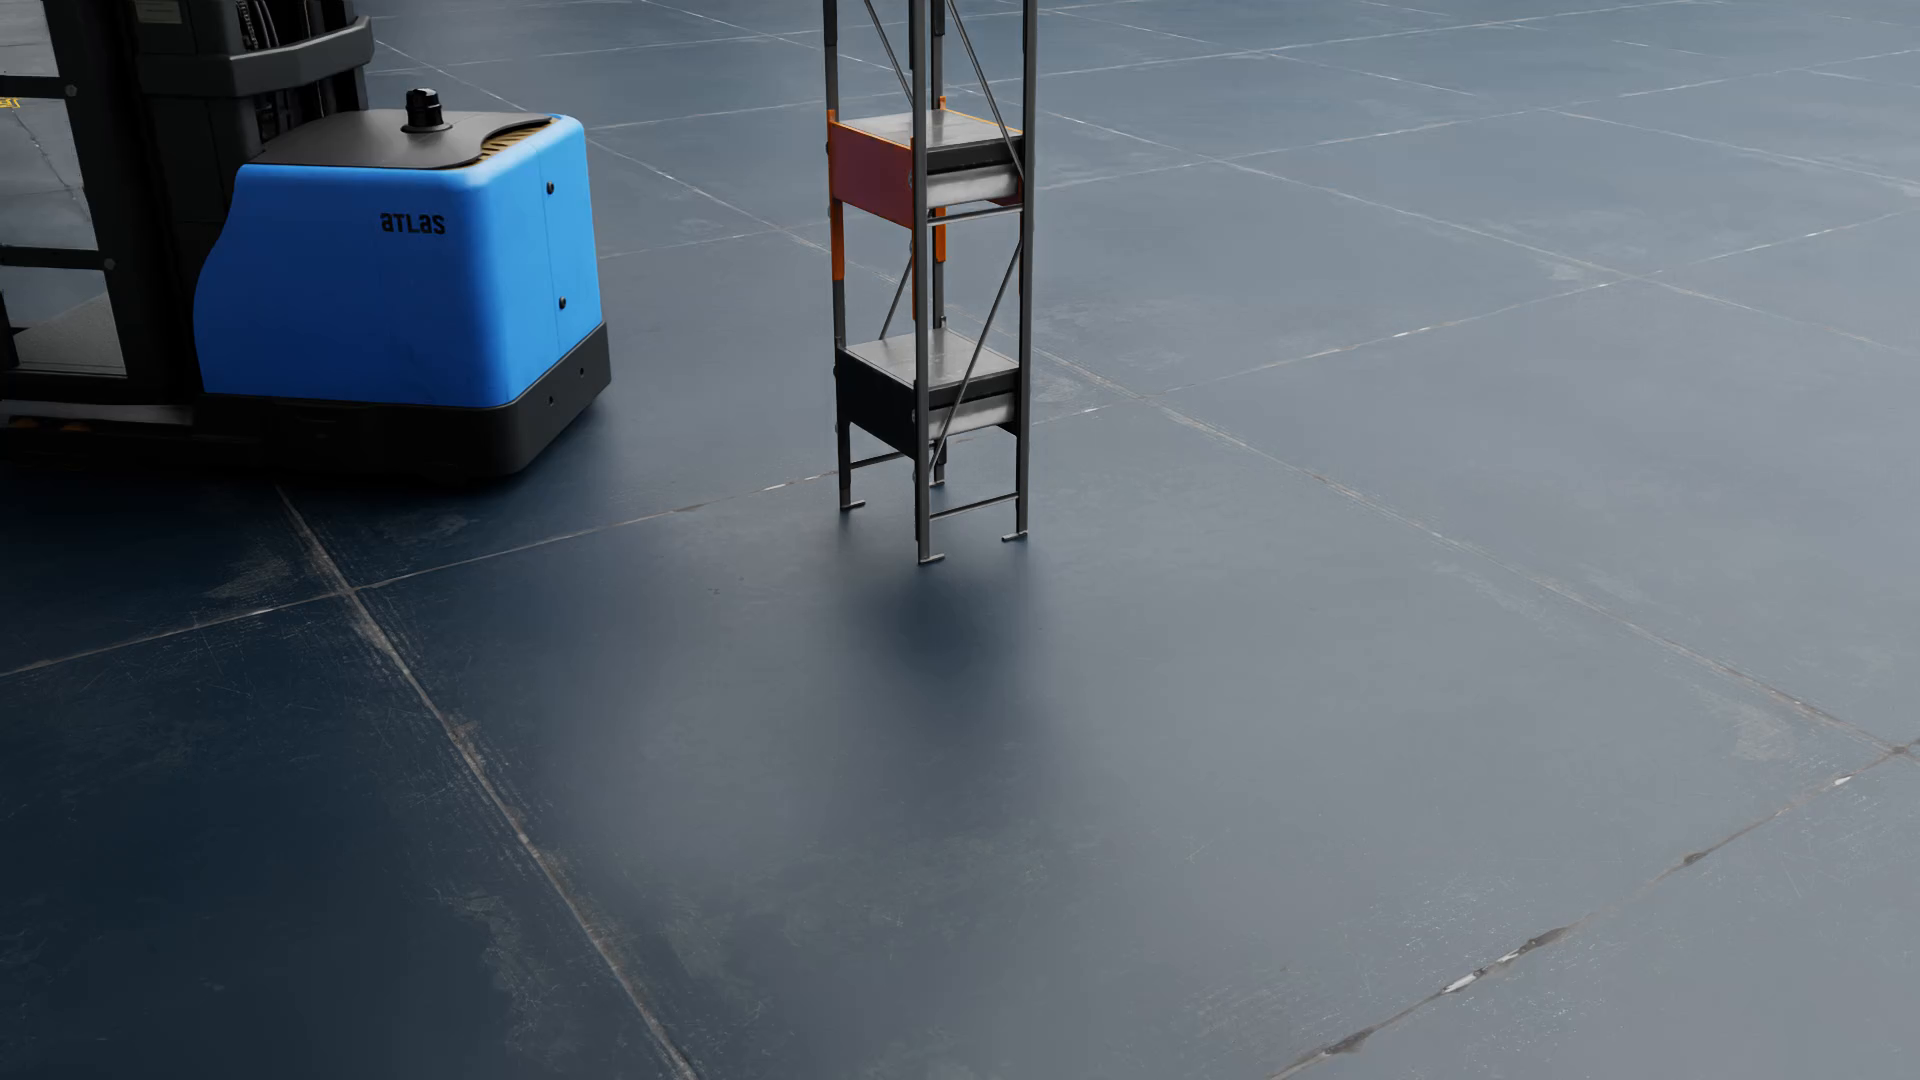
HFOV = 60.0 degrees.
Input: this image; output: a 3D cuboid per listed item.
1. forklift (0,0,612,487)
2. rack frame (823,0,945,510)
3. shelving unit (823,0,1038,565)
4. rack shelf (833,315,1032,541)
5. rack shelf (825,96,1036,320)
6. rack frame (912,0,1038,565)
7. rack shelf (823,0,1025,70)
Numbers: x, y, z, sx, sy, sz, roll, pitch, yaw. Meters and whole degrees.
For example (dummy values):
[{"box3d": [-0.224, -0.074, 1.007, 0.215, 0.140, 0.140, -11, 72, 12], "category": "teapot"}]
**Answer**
[{"box3d": [-2.896, -1.781, 5.590, 3.031, 2.935, 1.130, 4, 26, 8], "category": "forklift"}, {"box3d": [-0.224, -1.096, 5.112, 0.400, 2.100, 0.015, -16, 29, -30], "category": "rack frame"}, {"box3d": [-0.090, -1.009, 4.927, 0.431, 2.100, 0.503, -16, 29, -30], "category": "shelving unit"}, {"box3d": [-0.090, -0.363, 5.232, 0.431, 0.518, 0.480, -16, 29, -30], "category": "rack shelf"}, {"box3d": [-0.090, -0.996, 4.933, 0.431, 0.518, 0.480, -16, 29, -30], "category": "rack shelf"}, {"box3d": [0.043, -0.921, 4.742, 0.400, 2.100, 0.015, -16, 29, -30], "category": "rack frame"}, {"box3d": [-0.090, -1.629, 4.634, 0.431, 0.518, 0.480, -16, 29, -30], "category": "rack shelf"}]
